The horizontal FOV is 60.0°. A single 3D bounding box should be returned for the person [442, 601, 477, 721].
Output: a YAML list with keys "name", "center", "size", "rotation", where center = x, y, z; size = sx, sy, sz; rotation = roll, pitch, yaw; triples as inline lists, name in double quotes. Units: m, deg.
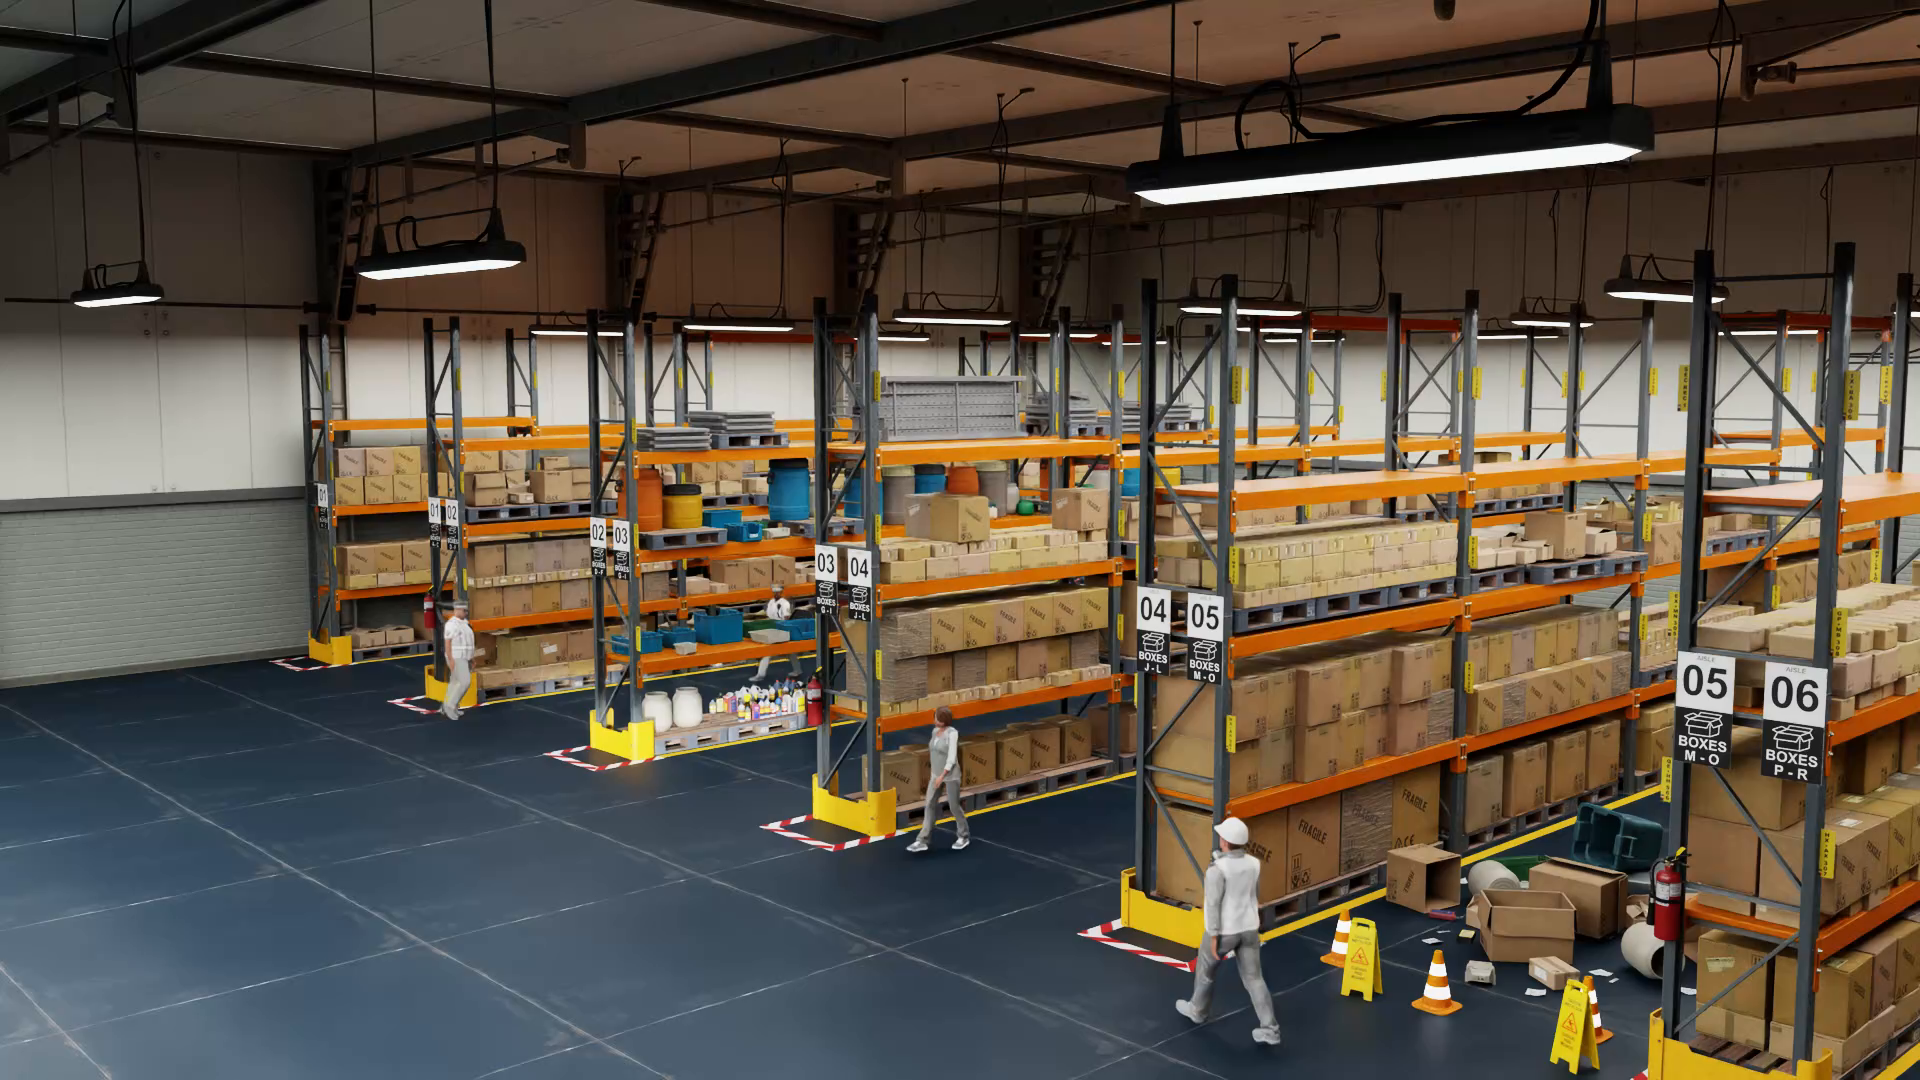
- name: "person"
  center: [-7.519, 1.785, 24.875]
  size: [0.508, 1.744, 0.645]
  rotation: [0, 6, -1]

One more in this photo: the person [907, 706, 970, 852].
- name: "person"
  center: [-0.215, 2.567, 17.866]
  size: [0.771, 1.575, 0.455]
  rotation: [-5, 8, -40]

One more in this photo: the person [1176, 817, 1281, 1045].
- name: "person"
  center: [2.097, 3.001, 12.927]
  size: [0.544, 1.725, 1.065]
  rotation: [-3, 6, -27]

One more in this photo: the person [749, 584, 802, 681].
- name: "person"
  center: [-3.075, 1.535, 27.771]
  size: [0.523, 1.608, 1.045]
  rotation: [4, 7, 33]

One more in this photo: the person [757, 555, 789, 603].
- name: "person"
  center: [-3.632, 1.089, 32.347]
  size: [1.053, 1.601, 0.490]
  rotation: [-6, 8, -44]
